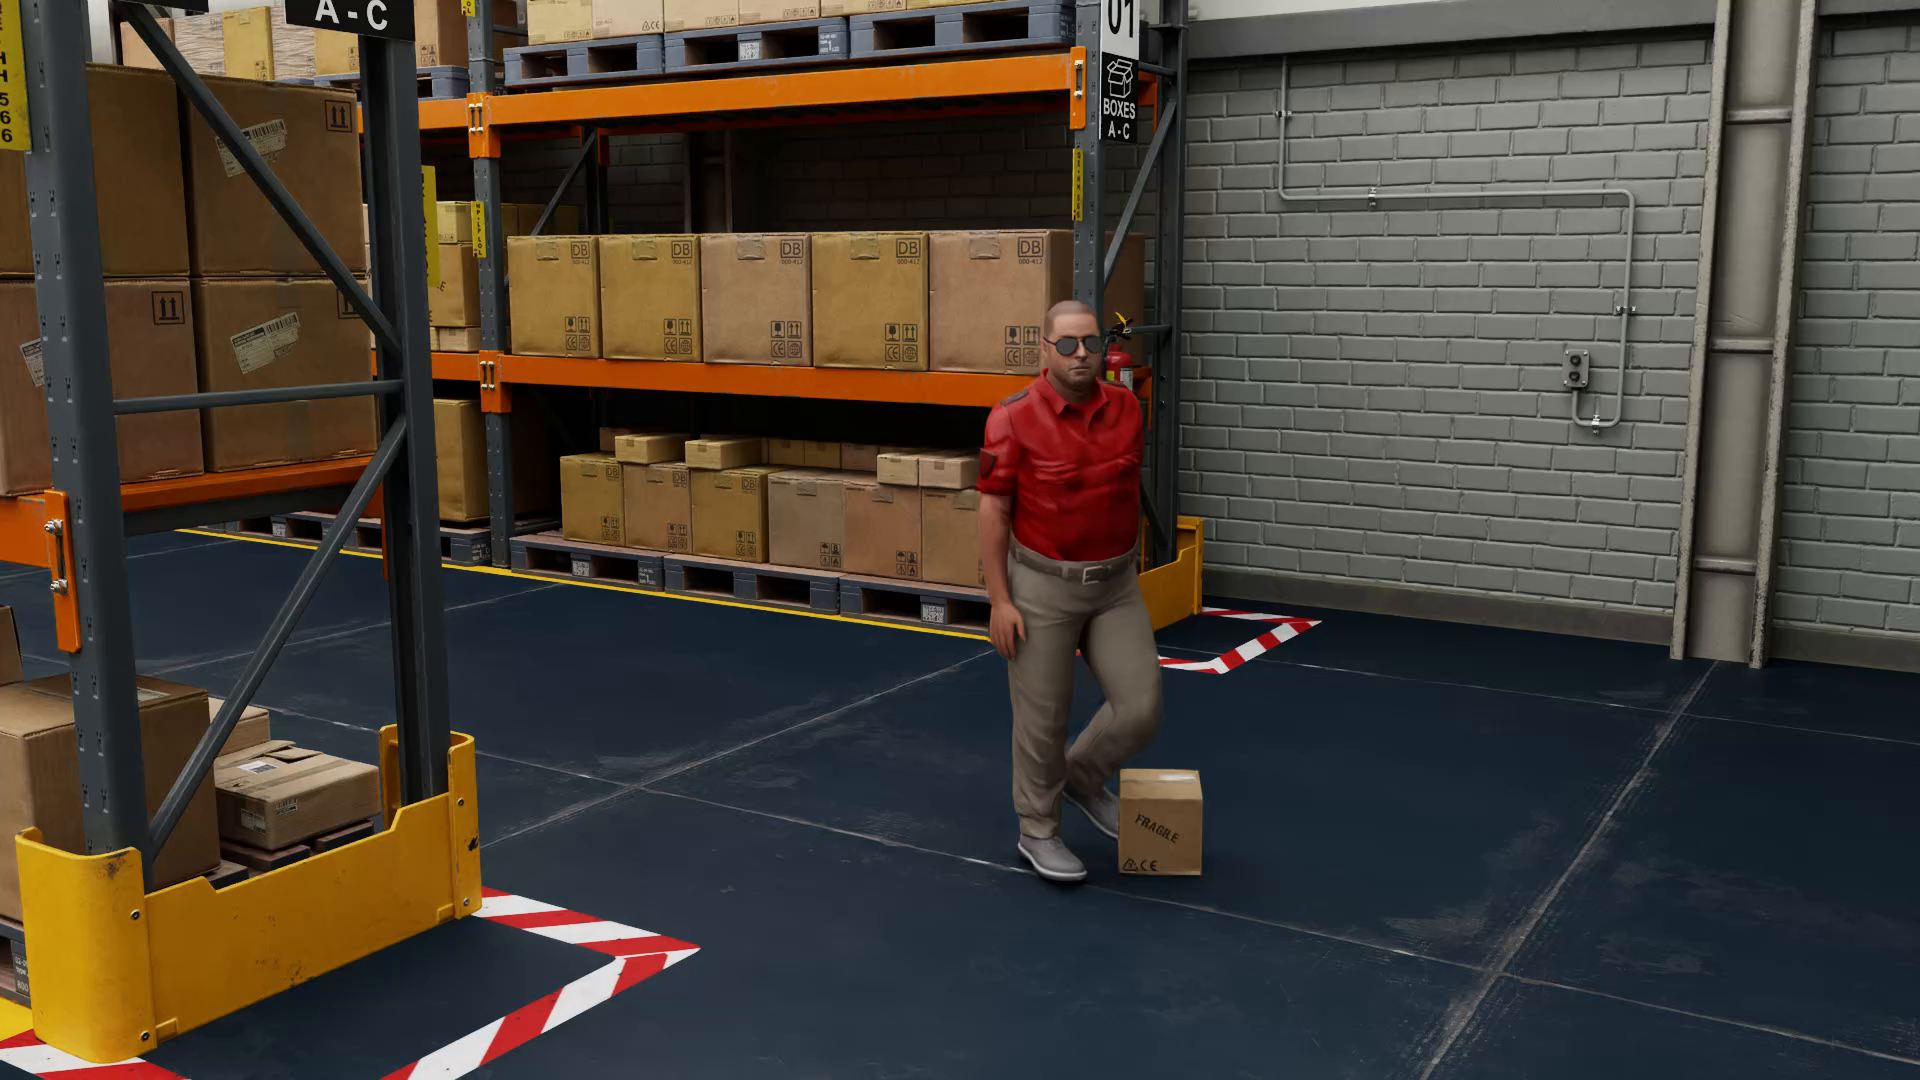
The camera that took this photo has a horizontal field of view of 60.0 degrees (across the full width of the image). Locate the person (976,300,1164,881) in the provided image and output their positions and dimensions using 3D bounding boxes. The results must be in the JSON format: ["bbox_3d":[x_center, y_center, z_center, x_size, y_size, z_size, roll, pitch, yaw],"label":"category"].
[{"bbox_3d":[0.310,0.156,4.921,0.580,1.718,0.489,-4,10,-23],"label":"person"}]
